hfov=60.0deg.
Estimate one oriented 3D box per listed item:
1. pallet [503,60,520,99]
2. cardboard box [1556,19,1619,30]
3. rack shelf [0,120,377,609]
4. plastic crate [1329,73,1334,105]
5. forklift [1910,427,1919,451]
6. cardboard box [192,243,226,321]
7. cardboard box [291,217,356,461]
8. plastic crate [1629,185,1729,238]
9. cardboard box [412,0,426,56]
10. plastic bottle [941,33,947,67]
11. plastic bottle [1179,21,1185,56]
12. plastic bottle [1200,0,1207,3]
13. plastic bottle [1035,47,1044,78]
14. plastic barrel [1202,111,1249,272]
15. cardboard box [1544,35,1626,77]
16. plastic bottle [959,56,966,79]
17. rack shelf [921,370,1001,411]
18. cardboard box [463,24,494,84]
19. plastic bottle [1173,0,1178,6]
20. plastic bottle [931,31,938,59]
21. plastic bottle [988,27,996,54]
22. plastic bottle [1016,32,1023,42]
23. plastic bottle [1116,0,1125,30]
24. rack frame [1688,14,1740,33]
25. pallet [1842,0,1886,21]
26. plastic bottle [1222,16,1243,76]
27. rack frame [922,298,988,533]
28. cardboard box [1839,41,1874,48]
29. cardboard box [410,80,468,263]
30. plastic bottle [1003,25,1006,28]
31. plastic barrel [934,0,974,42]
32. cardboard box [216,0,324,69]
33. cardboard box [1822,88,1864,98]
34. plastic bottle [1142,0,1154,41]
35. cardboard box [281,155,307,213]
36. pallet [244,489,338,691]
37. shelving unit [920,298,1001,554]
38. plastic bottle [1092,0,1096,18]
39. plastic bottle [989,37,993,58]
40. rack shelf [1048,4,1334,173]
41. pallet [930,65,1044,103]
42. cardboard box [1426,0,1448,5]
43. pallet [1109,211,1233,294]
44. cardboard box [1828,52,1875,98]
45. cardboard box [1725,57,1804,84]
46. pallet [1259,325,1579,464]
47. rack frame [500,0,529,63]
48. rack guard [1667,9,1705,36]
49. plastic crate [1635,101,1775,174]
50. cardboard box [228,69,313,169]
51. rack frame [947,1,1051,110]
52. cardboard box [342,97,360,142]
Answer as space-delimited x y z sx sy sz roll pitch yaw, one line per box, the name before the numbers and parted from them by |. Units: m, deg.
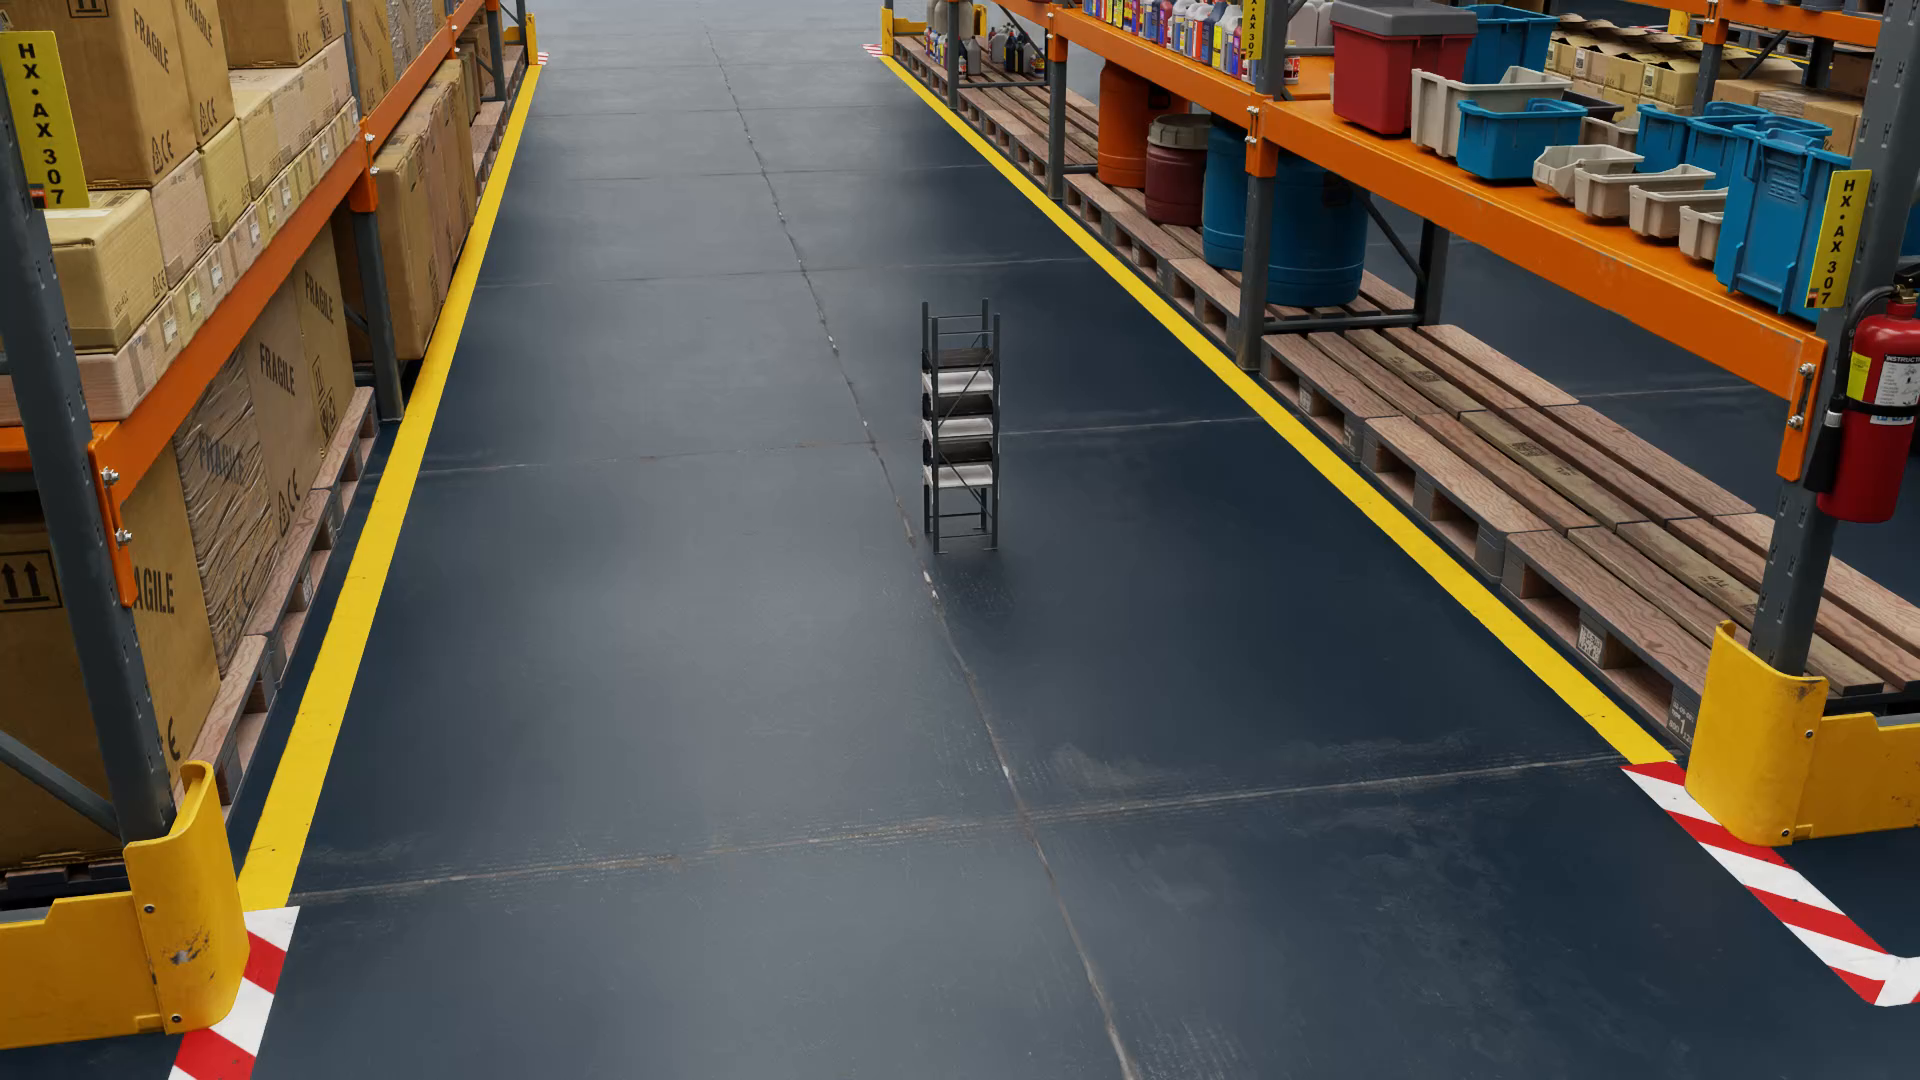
pallet | -4.870 -4.496 16.281 1.003 0.211 1.213 -4 24 -10
cardboard box | 5.713 -4.611 15.269 0.500 0.311 0.500 -4 24 -8
rack shelf | -2.633 -0.769 5.161 1.077 0.370 4.000 -4 24 -10
plastic crate | 1.810 -1.965 7.255 0.396 0.136 0.243 -4 24 -10
forklift | 4.515 -1.798 6.705 1.130 2.935 3.031 -2 24 -5
cardboard box | -2.150 -0.665 4.338 0.380 0.149 0.250 -5 24 -11
cardboard box | -2.959 -0.838 6.552 0.875 0.875 0.875 -4 24 -10
plastic crate | 2.236 -1.007 5.063 0.396 0.136 0.243 -4 24 -10
cardboard box | -3.222 -2.928 9.081 0.500 0.500 0.500 -5 24 -11
plastic bottle | -0.112 -4.820 16.299 0.144 0.351 0.185 -4 24 -10
plastic bottle | 1.240 -2.730 9.002 0.097 0.201 0.097 0 24 0
plastic bottle | 1.623 -3.560 10.901 0.097 0.201 0.097 0 24 0
plastic bottle | 0.757 -4.507 15.682 0.097 0.271 0.097 0 24 0
plastic barrel | 1.650 -1.976 9.124 0.600 0.901 0.708 -4 24 -10
cardboard box | 5.371 -4.167 14.254 0.500 0.311 0.500 -4 24 -8
plastic bottle | 0.012 -4.437 15.608 0.097 0.201 0.097 0 24 0
rack shelf | 0.001 -0.544 6.004 0.258 0.077 0.200 -4 24 -10
cardboard box | -4.630 -4.464 15.321 0.500 0.500 0.500 3 24 7
plastic bottle | 1.232 -2.911 9.327 0.097 0.271 0.097 0 24 0
plastic bottle | -0.243 -5.013 16.838 0.097 0.271 0.097 0 24 0
plastic bottle | 0.331 -5.129 17.091 0.061 0.283 0.133 -4 24 -10
plastic bottle | 0.609 -4.808 16.272 0.144 0.351 0.185 -5 24 -12
plastic bottle | 0.996 -3.249 10.086 0.061 0.283 0.133 -4 24 -10
rack frame | 9.382 -7.705 20.144 1.000 3.000 0.127 -4 24 -10
pallet | 6.358 -3.338 10.384 1.003 0.211 1.213 -4 24 -10
plastic bottle | 1.407 -2.470 8.312 0.152 0.276 0.135 -4 24 -10
rack frame | -0.017 -0.449 6.154 0.240 0.900 0.006 -4 24 -10
cardboard box | 9.890 -5.593 17.881 0.500 0.500 0.500 -6 24 -14
cardboard box | -3.478 -2.053 9.333 1.225 0.875 0.875 -4 24 -10
plastic bottle | 0.456 -5.194 17.239 0.061 0.283 0.133 -4 24 -8
plastic barrel | -0.065 -5.574 17.848 0.421 0.512 0.421 0 24 0
cardboard box | -2.566 -1.938 5.818 0.500 0.500 0.500 -4 24 -9
cardboard box | 6.397 -2.896 11.706 0.500 0.500 0.500 -3 24 -8
plastic bottle | 1.144 -3.028 9.591 0.152 0.276 0.135 -4 24 -10
cardboard box | -2.386 -1.169 5.492 0.380 0.149 0.250 -5 24 -11
pallet | -2.710 0.179 5.577 1.003 0.211 1.213 -4 24 -10
shelving unit | 0.001 -0.409 6.063 0.258 0.900 0.210 -4 24 -10
plastic bottle | 0.900 -3.454 10.659 0.097 0.201 0.097 0 24 0
plastic bottle | 0.343 -5.029 16.963 0.097 0.201 0.097 0 24 0
rack shelf | 1.495 -2.709 9.603 1.077 0.370 4.000 -4 24 -10
pallet | 0.302 -4.388 16.033 1.003 0.211 1.213 -4 24 -10
cardboard box | 4.873 -5.403 16.848 0.500 0.500 0.500 -4 24 -10
pallet | 1.534 -1.761 10.019 1.003 0.211 1.213 -4 24 -10
cardboard box | 6.412 -3.217 11.506 0.500 0.250 0.500 -3 24 -8
cardboard box | 6.186 -3.607 12.972 0.500 0.311 0.500 -4 24 -8
pallet | 2.039 -0.687 7.560 1.003 0.211 1.213 -4 24 -10
rack frame | -5.222 -6.605 17.626 1.000 3.000 0.127 -4 24 -10
rack guard | 9.396 -6.529 20.576 1.175 0.500 0.348 -4 24 -10
plastic crate | 2.583 -1.386 5.811 0.416 0.233 0.300 -4 24 -10
cardboard box | -2.470 -1.394 5.510 0.500 0.250 0.500 -4 24 -9
rack frame | 0.386 -5.398 14.862 1.000 3.000 0.127 -4 24 -10
cardboard box | -2.624 -1.674 6.650 0.380 0.149 0.250 -4 24 -9
